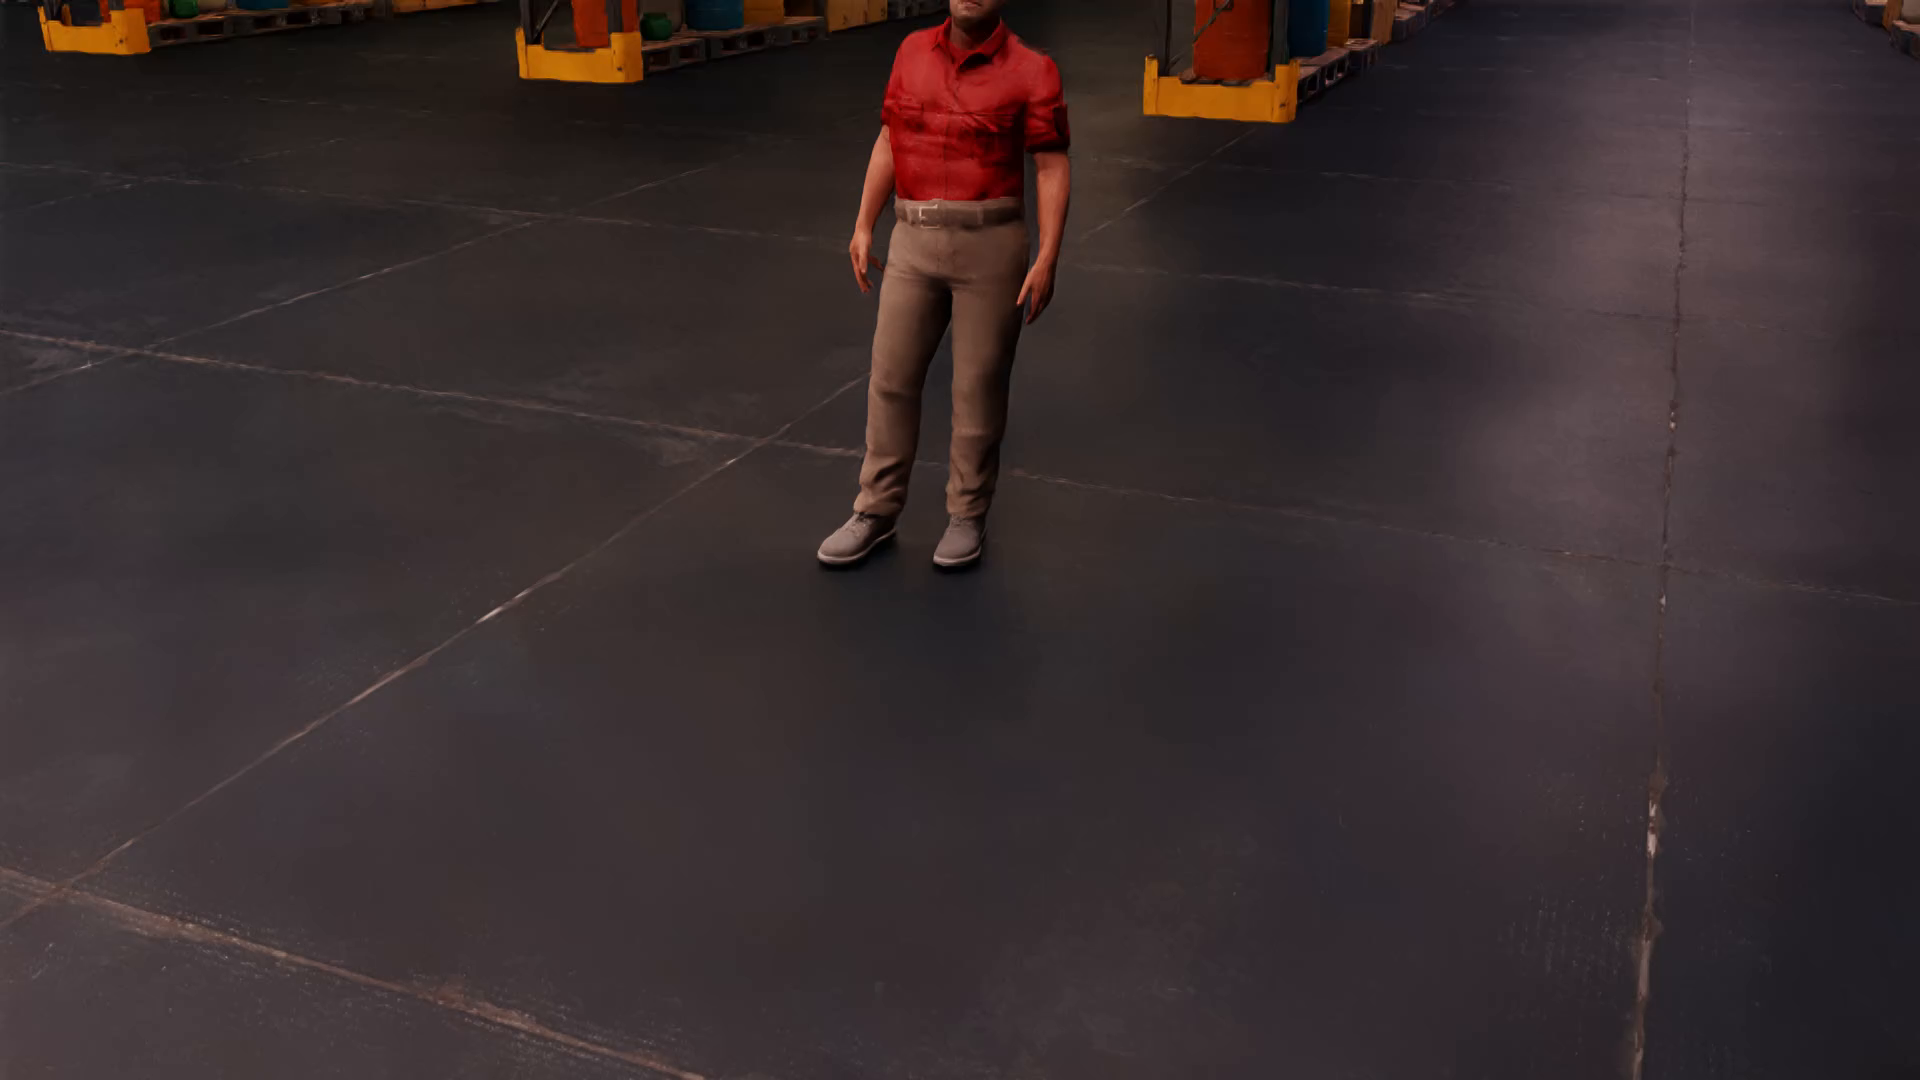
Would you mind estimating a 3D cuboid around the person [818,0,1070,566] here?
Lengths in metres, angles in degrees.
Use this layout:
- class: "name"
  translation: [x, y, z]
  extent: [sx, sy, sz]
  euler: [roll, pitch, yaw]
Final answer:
- class: "person"
  translation: [-0.045, -0.774, 4.684]
  extent: [0.640, 1.727, 0.550]
  euler: [9, 24, 21]
